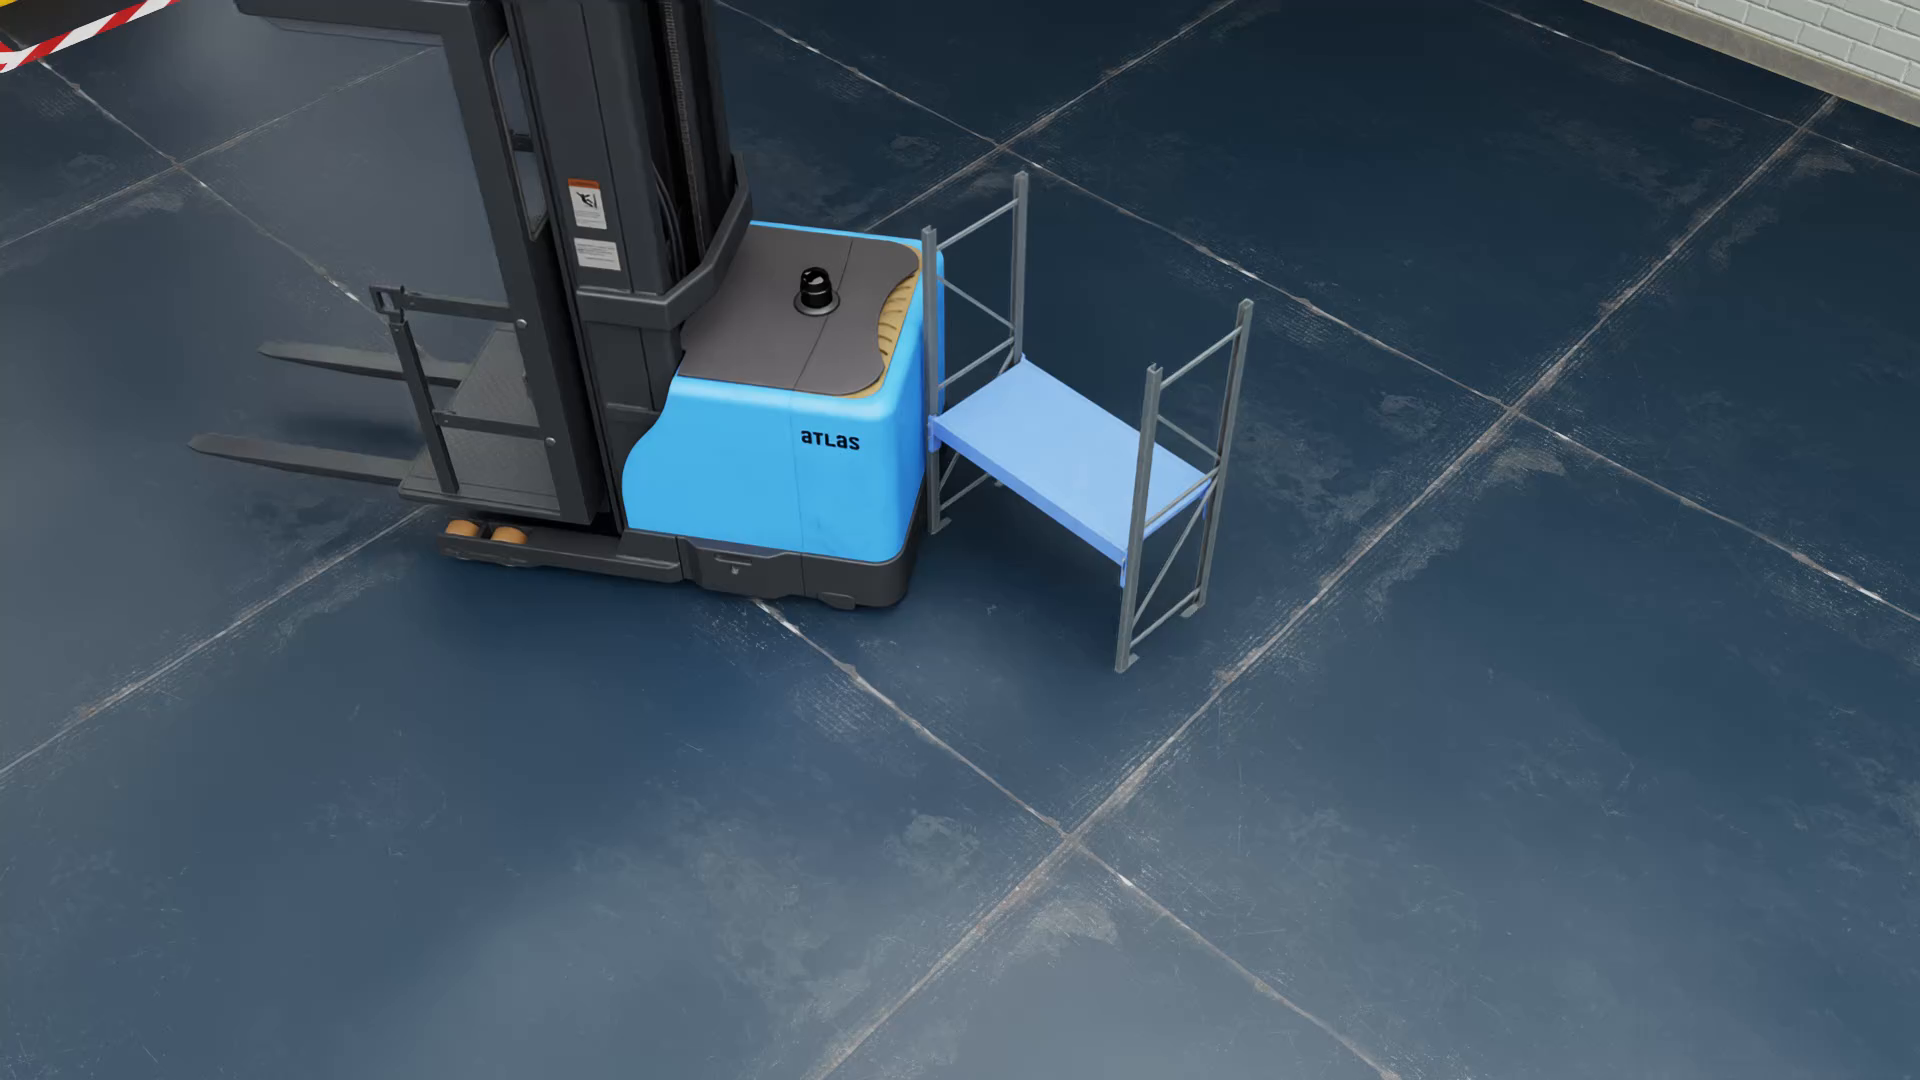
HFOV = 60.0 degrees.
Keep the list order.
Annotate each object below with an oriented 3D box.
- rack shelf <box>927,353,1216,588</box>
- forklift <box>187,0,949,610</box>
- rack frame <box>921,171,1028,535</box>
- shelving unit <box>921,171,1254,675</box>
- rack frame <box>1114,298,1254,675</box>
[{"bbox_3d":[0.414,-0.281,6.232,0.538,0.185,1.000,-36,56,-29],"label":"rack shelf"},{"bbox_3d":[-1.616,-1.266,5.928,3.031,2.935,1.130,8,47,7],"label":"forklift"},{"bbox_3d":[0.056,-0.668,6.348,0.500,1.500,0.032,-36,56,-29],"label":"rack frame"},{"bbox_3d":[0.414,-0.405,6.101,0.538,1.500,1.048,-36,56,-29],"label":"shelving unit"},{"bbox_3d":[0.772,-0.141,5.854,0.500,1.500,0.032,-36,56,-29],"label":"rack frame"}]
